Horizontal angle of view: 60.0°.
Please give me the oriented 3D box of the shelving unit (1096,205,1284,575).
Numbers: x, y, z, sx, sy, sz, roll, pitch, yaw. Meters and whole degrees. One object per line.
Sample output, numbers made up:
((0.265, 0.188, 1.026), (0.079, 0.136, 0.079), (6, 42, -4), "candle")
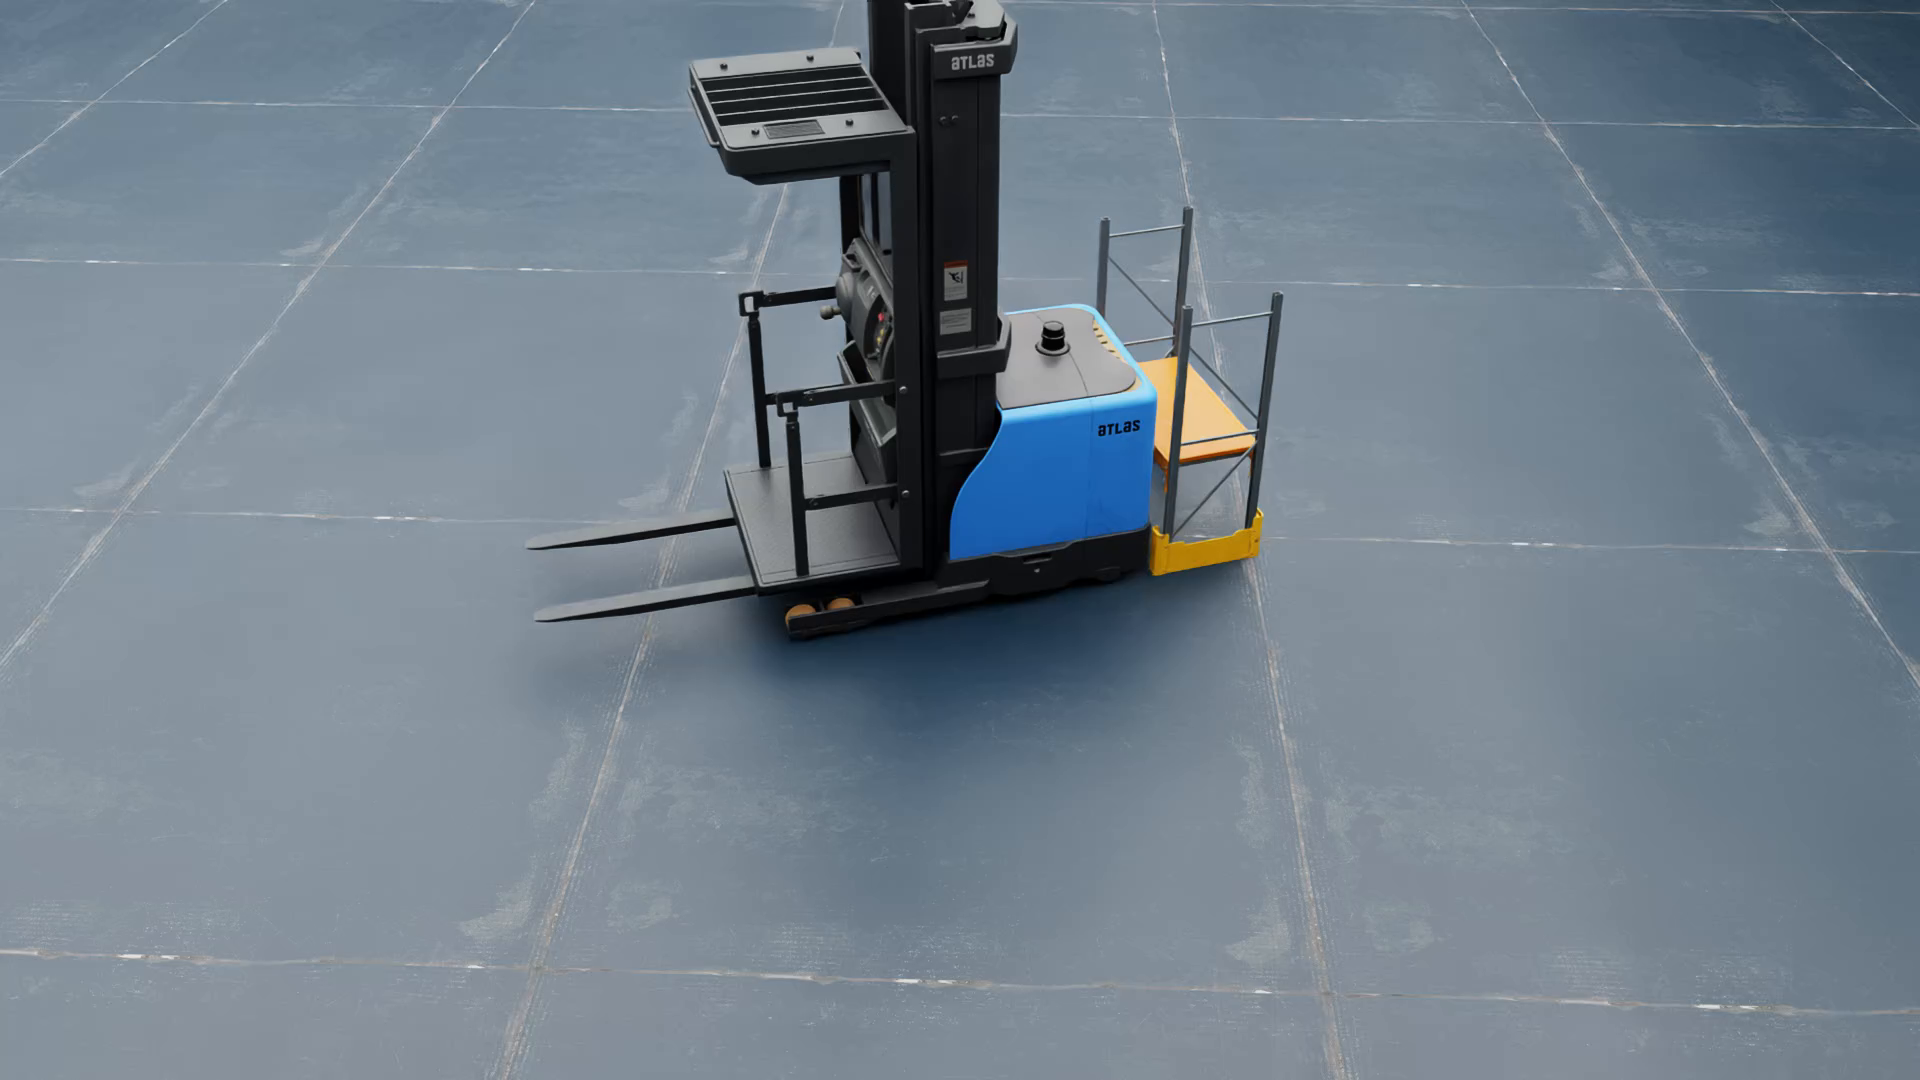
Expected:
((1.103, -0.777, 8.497), (0.587, 1.500, 1.083), (-10, 36, -14), "shelving unit")

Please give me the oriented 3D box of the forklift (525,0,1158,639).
((-0.622, -1.060, 7.655), (3.031, 2.935, 1.130), (-9, 36, -13), "forklift")

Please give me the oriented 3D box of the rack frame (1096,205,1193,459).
((0.952, -1.051, 8.887), (0.500, 1.500, 0.032), (-10, 36, -14), "rack frame")

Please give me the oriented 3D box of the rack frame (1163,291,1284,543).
((1.259, -0.494, 8.094), (0.500, 1.500, 0.032), (-10, 36, -14), "rack frame")

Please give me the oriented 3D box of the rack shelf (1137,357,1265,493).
((1.105, -0.625, 8.594), (0.538, 0.185, 1.000), (-10, 36, -14), "rack shelf")

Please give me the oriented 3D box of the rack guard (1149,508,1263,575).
((1.253, 0.007, 8.468), (0.587, 0.250, 0.087), (-10, 36, -14), "rack guard")
